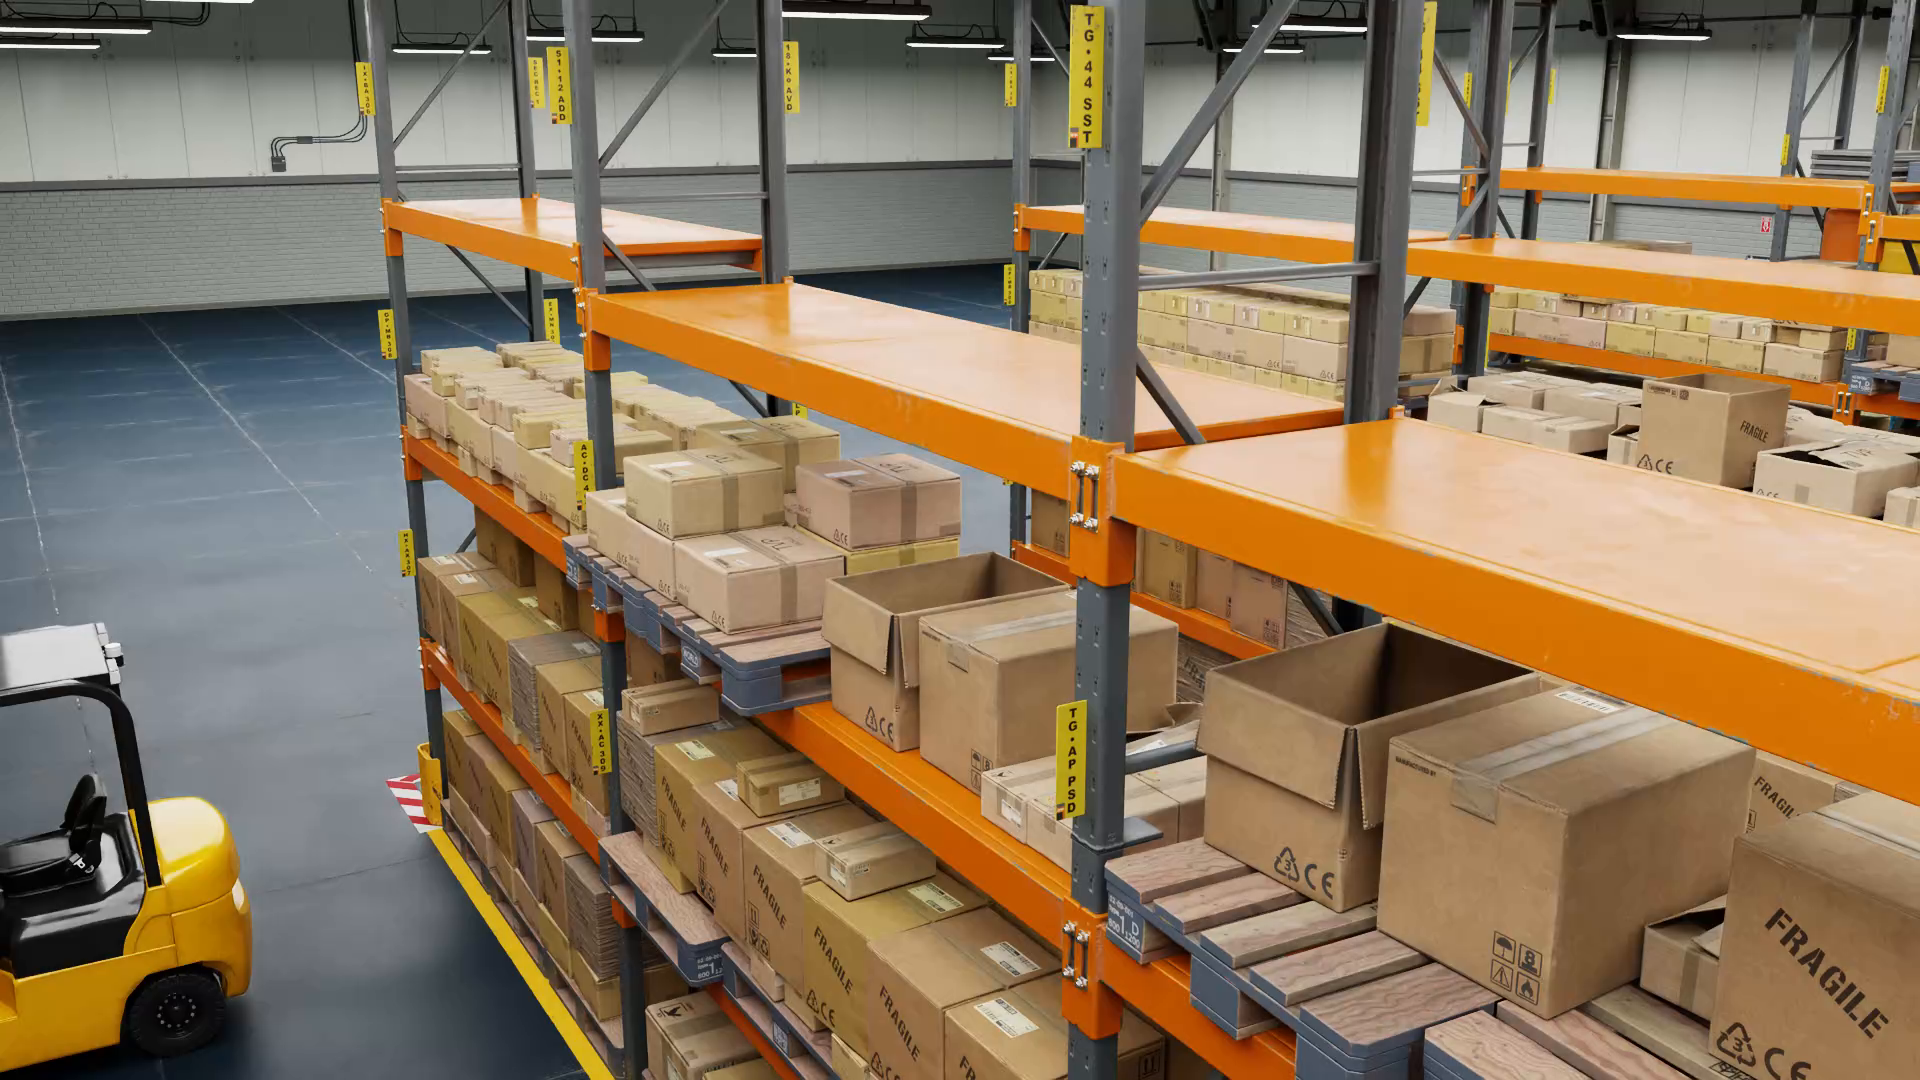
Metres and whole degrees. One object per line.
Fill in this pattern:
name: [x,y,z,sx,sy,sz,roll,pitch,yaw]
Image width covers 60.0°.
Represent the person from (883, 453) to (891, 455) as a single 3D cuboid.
person: [-0.745,-0.073,16.316,0.450,1.645,0.522,-9,17,-29]
